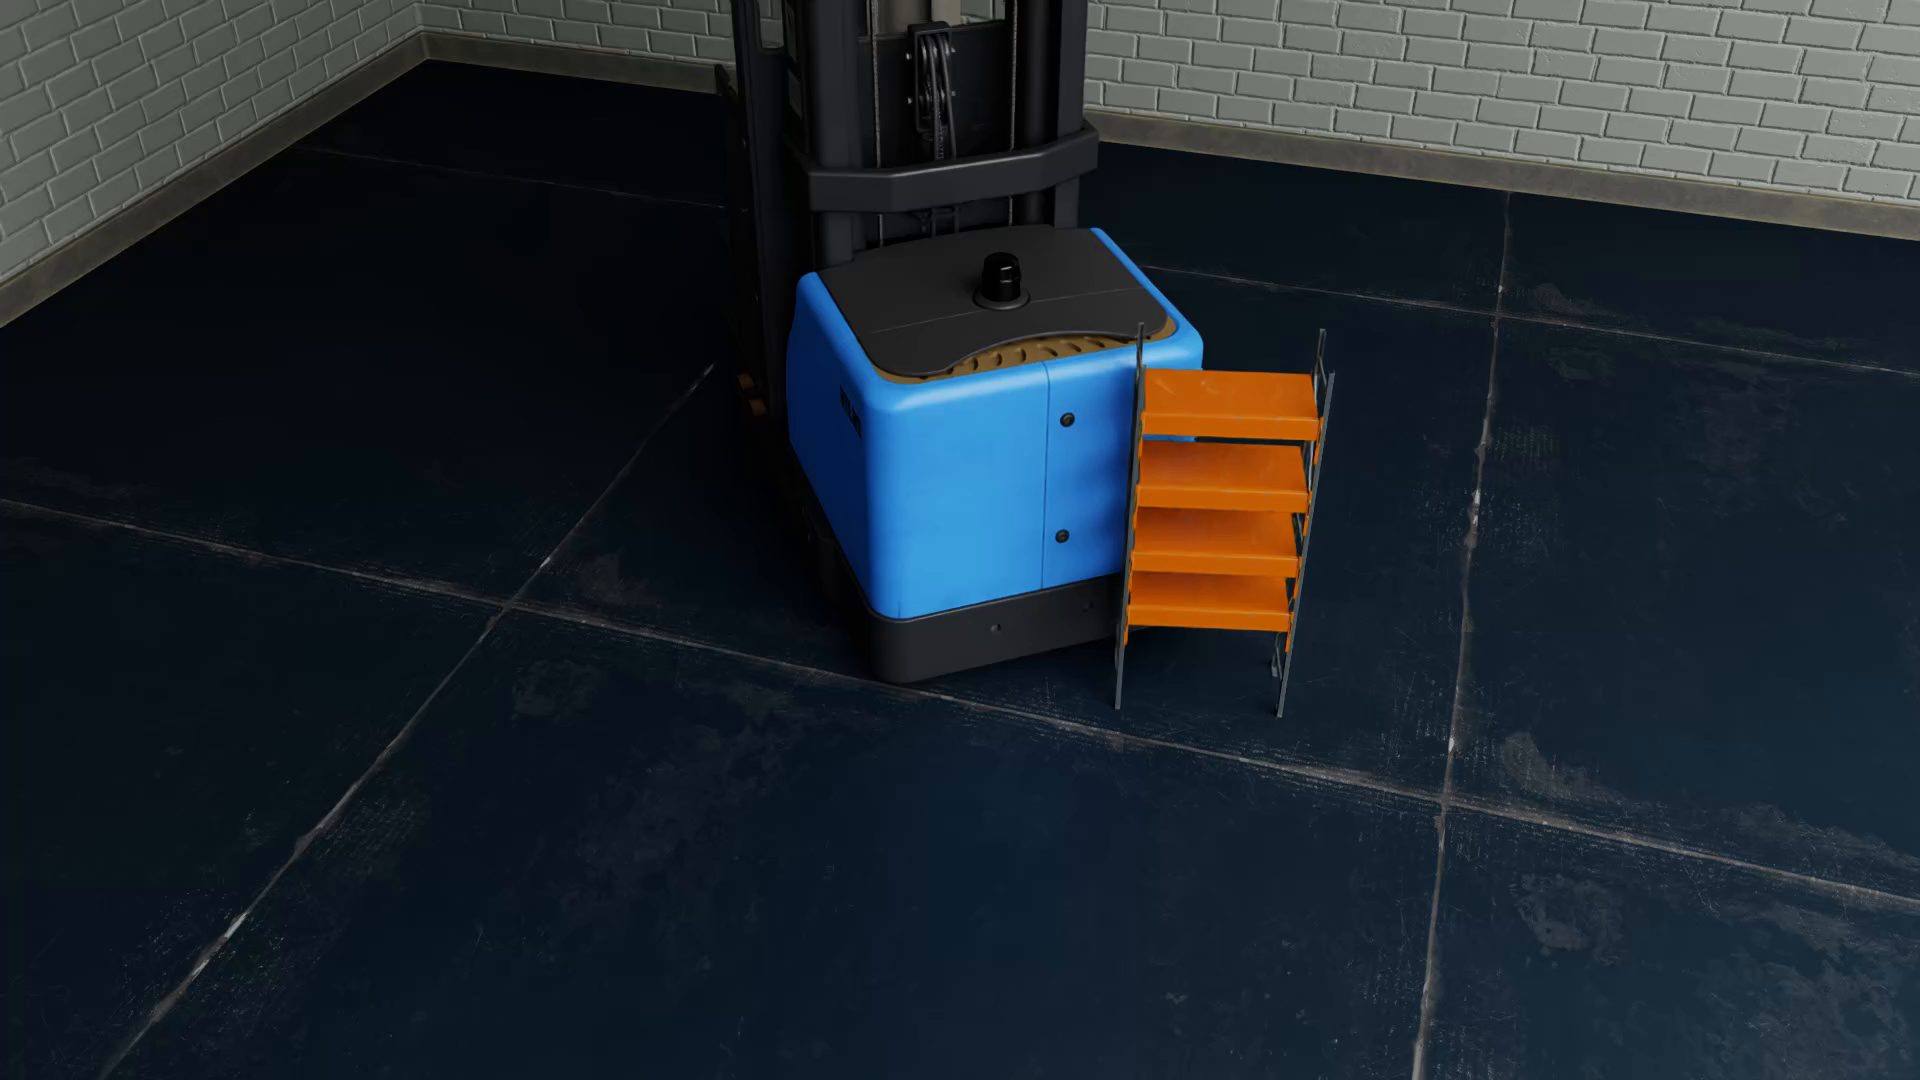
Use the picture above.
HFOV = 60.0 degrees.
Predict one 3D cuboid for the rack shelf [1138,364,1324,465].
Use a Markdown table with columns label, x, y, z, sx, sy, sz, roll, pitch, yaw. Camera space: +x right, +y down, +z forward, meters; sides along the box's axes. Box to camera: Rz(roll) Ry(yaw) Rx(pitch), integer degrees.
| label | x | y | z | sx | sy | sz | roll | pitch | yaw |
| --- | --- | --- | --- | --- | --- | --- | --- | --- | --- |
| rack shelf | 0.729 | -0.345 | 4.543 | 0.480 | 0.148 | 0.258 | 2 | 36 | 3 |

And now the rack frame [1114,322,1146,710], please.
| label | x | y | z | sx | sy | sz | roll | pitch | yaw |
| --- | --- | --- | --- | --- | --- | --- | --- | --- | --- |
| rack frame | 0.486 | -0.039 | 4.790 | 0.015 | 1.200 | 0.240 | 2 | 36 | 3 |

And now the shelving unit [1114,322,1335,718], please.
| label | x | y | z | sx | sy | sz | roll | pitch | yaw |
| --- | --- | --- | --- | --- | --- | --- | --- | --- | --- |
| shelving unit | 0.729 | -0.028 | 4.776 | 0.503 | 1.200 | 0.258 | 2 | 36 | 3 |

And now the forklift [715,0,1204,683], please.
| label | x | y | z | sx | sy | sz | roll | pitch | yaw |
| --- | --- | --- | --- | --- | --- | --- | --- | --- | --- |
| forklift | -0.249 | -1.621 | 5.479 | 1.130 | 2.935 | 3.031 | -12 | 38 | -15 |

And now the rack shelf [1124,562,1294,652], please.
| label | x | y | z | sx | sy | sz | roll | pitch | yaw |
| --- | --- | --- | --- | --- | --- | --- | --- | --- | --- |
| rack shelf | 0.729 | 0.186 | 4.934 | 0.480 | 0.148 | 0.258 | 2 | 36 | 3 |

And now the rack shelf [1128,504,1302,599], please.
| label | x | y | z | sx | sy | sz | roll | pitch | yaw |
| --- | --- | --- | --- | --- | --- | --- | --- | --- | --- |
| rack shelf | 0.729 | 0.026 | 4.816 | 0.480 | 0.148 | 0.258 | 2 | 36 | 3 |

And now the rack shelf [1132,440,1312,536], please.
| label | x | y | z | sx | sy | sz | roll | pitch | yaw |
| --- | --- | --- | --- | --- | --- | --- | --- | --- | --- |
| rack shelf | 0.729 | -0.154 | 4.683 | 0.480 | 0.148 | 0.258 | 2 | 36 | 3 |

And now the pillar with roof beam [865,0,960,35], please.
| label | x | y | z | sx | sy | sz | roll | pitch | yaw |
| --- | --- | --- | --- | --- | --- | --- | --- | --- | --- |
| pillar with roof beam | -1.517 | -3.339 | 2.695 | 0.400 | 9.000 | 9.100 | 10 | 38 | 14 |

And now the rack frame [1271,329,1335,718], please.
| label | x | y | z | sx | sy | sz | roll | pitch | yaw |
| --- | --- | --- | --- | --- | --- | --- | --- | --- | --- |
| rack frame | 0.973 | -0.018 | 4.762 | 0.015 | 1.200 | 0.240 | 2 | 36 | 3 |
